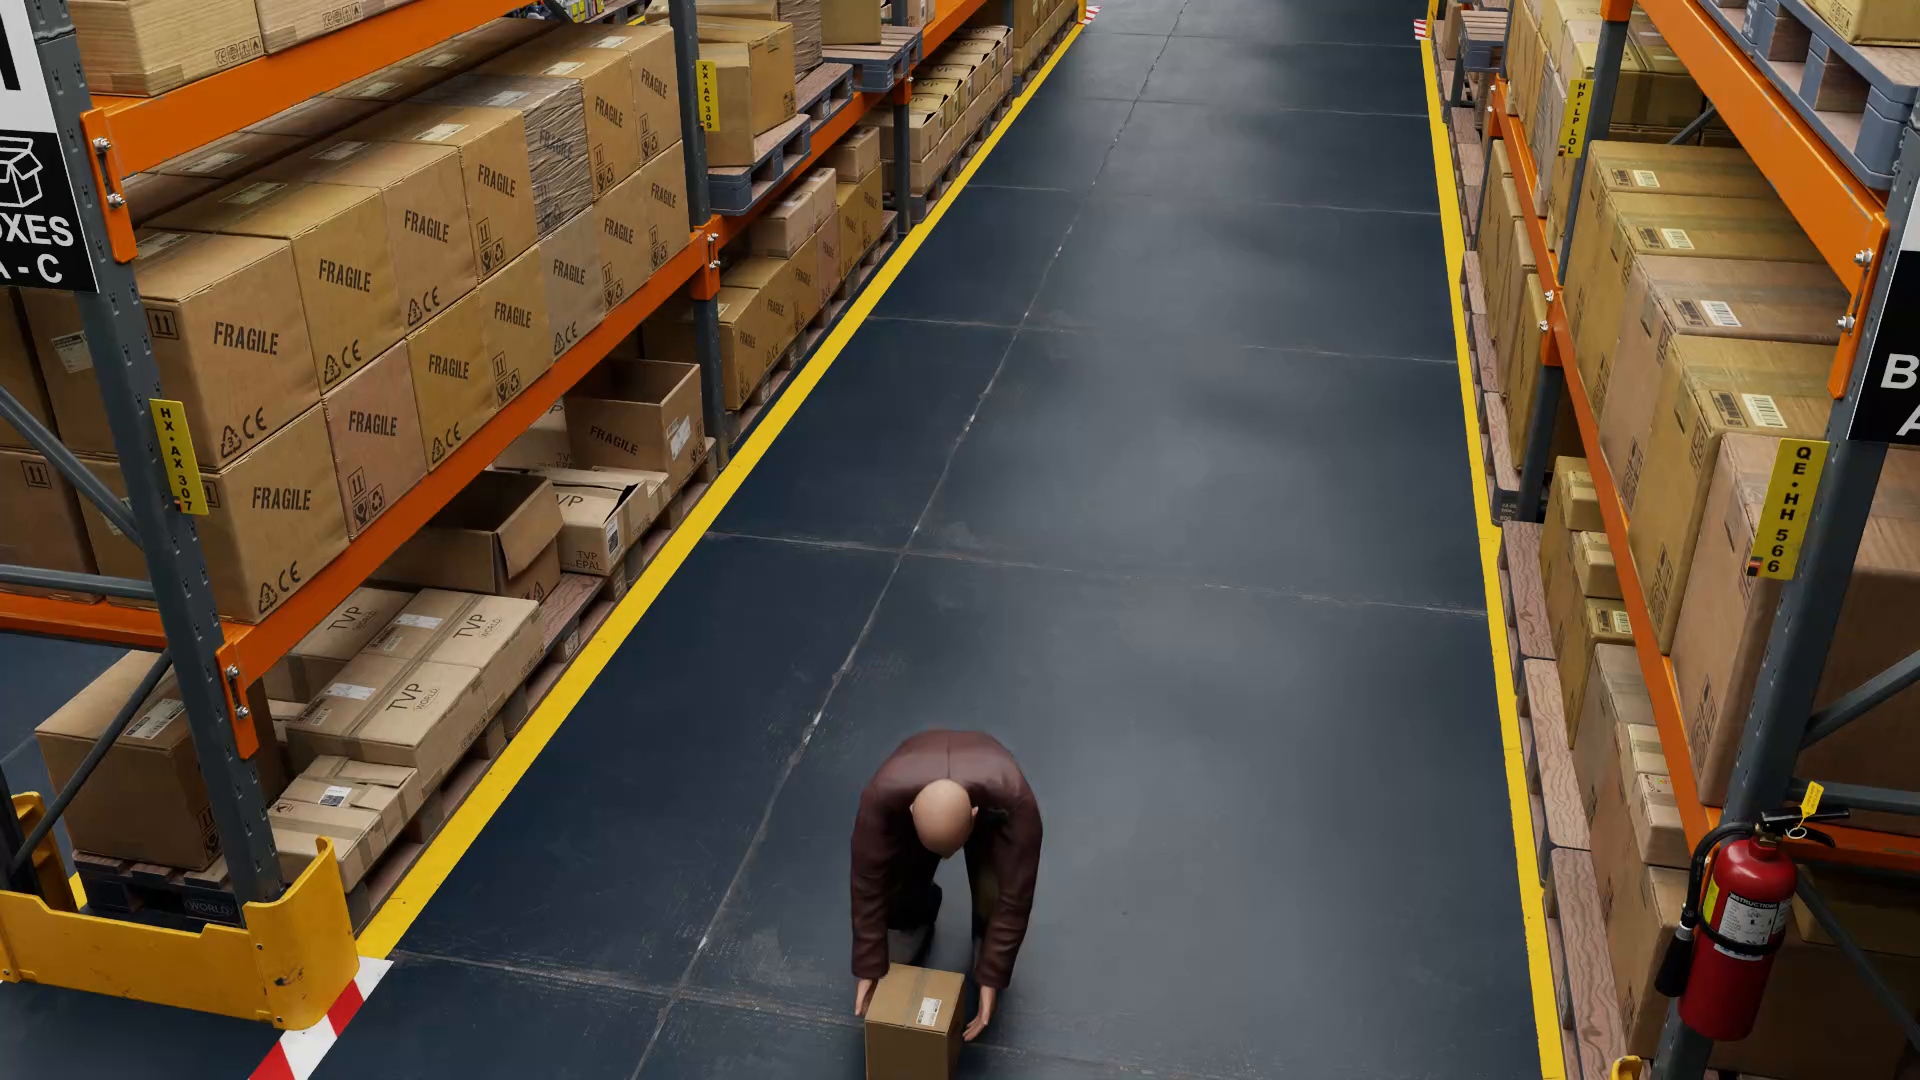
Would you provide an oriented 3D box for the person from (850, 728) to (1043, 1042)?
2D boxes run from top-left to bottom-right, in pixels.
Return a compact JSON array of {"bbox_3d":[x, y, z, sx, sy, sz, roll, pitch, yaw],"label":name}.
[{"bbox_3d":[-0.032,0.974,5.176,0.609,0.982,0.903,6,29,10],"label":"person"}]
